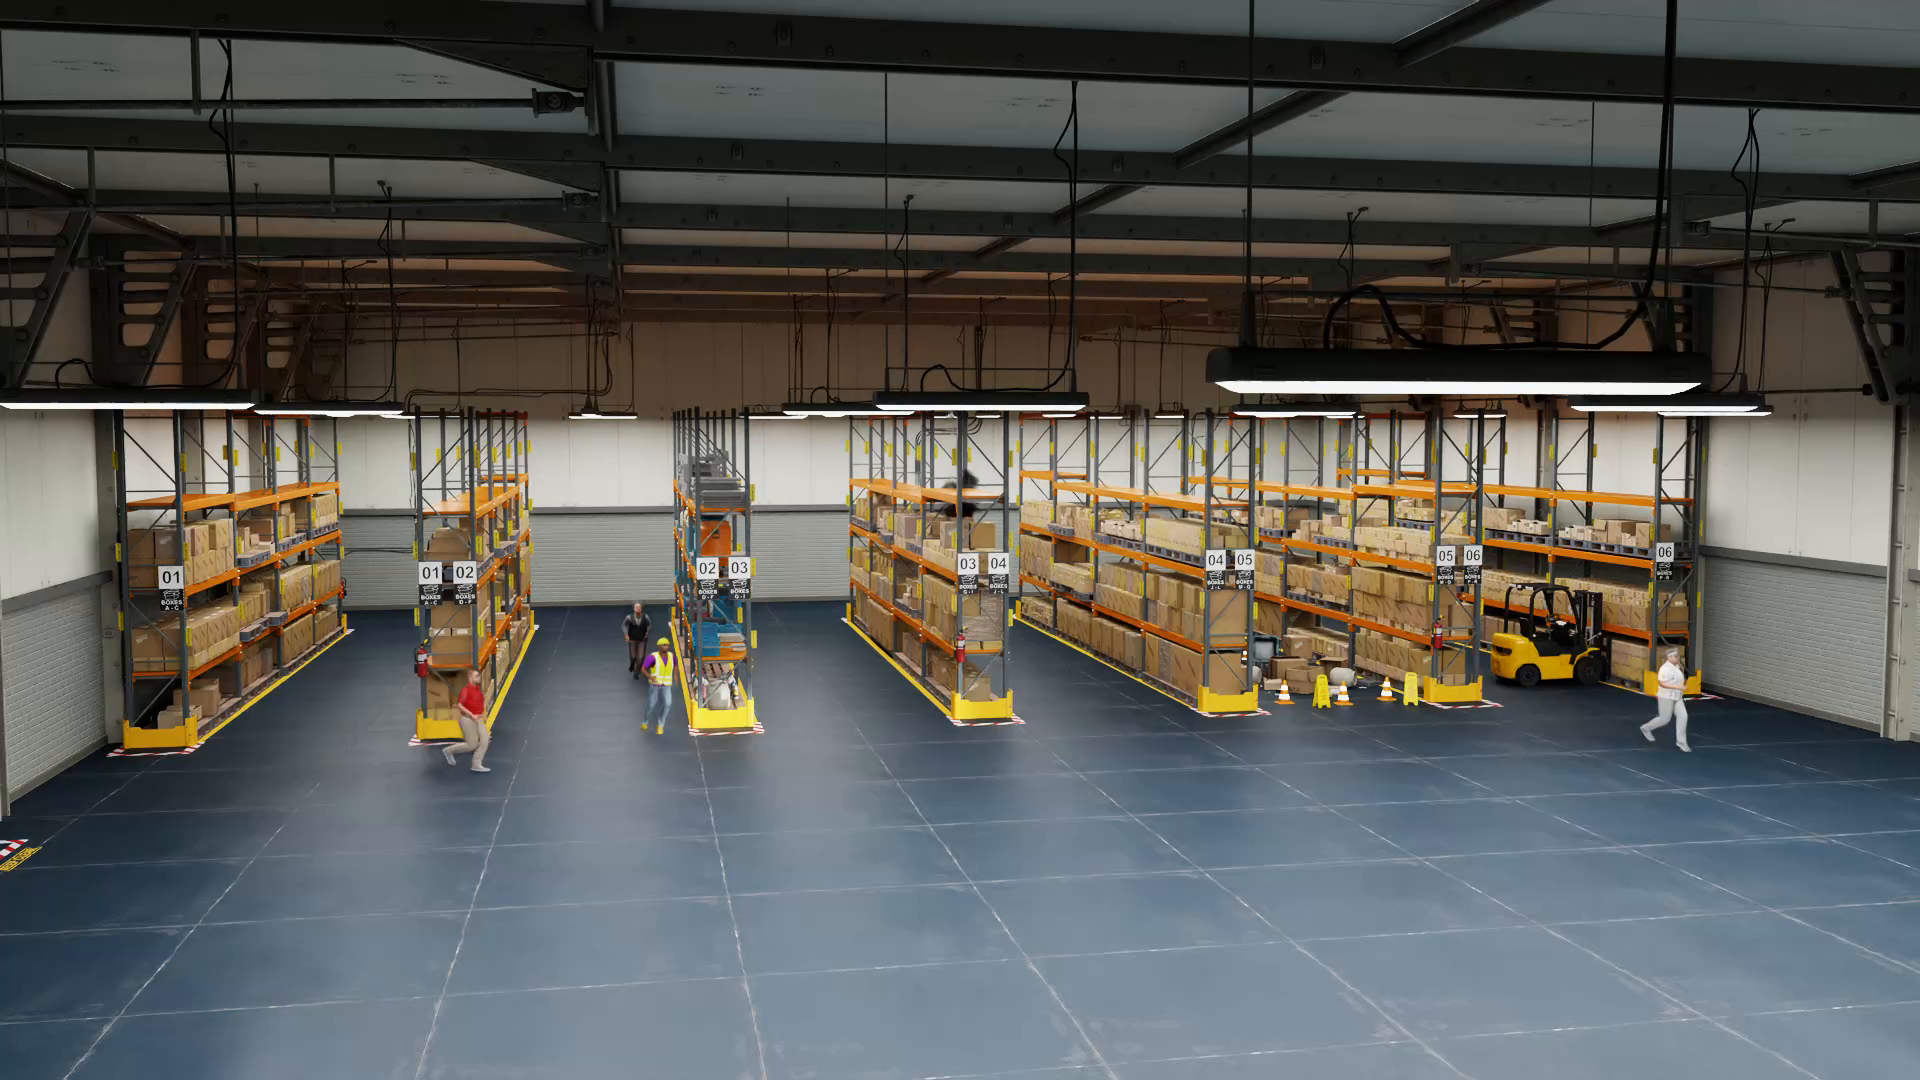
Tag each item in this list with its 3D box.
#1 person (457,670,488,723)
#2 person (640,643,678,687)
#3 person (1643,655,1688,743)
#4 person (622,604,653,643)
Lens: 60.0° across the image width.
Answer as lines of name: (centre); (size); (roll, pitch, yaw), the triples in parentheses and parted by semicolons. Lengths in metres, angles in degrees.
person: (-7.903, 2.557, 27.124); (0.465, 0.883, 0.654); (1, 4, 9)
person: (-5.494, 2.288, 30.576); (0.764, 0.897, 0.575); (-2, 5, -29)
person: (12.382, 2.760, 29.189); (0.659, 1.529, 0.776); (-3, 5, -40)
person: (-7.174, 1.861, 37.036); (0.672, 0.889, 0.476); (-1, 4, -18)
